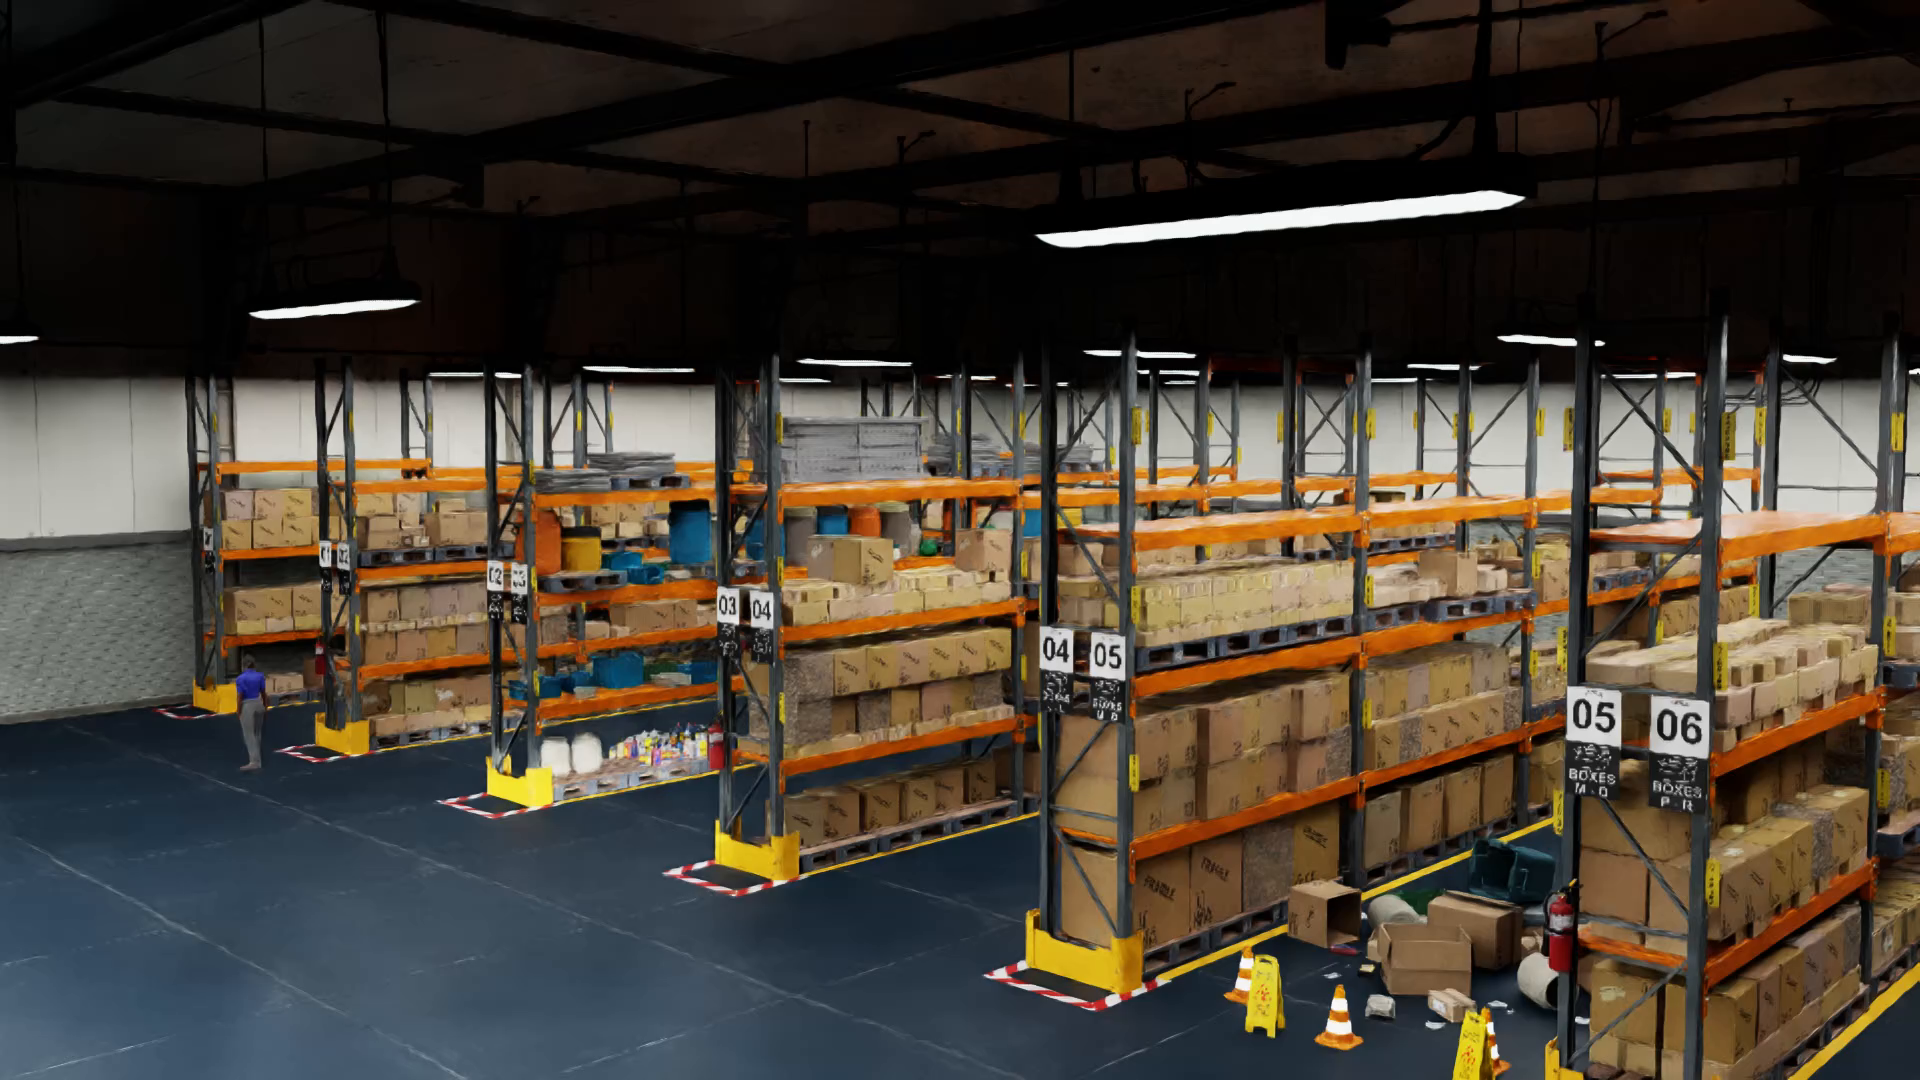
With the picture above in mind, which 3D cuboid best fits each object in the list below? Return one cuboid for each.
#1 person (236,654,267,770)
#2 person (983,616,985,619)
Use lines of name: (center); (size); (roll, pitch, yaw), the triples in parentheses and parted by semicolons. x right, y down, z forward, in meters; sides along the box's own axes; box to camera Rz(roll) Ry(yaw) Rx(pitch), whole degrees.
person: (-10.326, 2.490, 24.200); (0.527, 1.657, 0.582); (2, 5, 28)
person: (0.732, 1.313, 38.588); (0.650, 1.791, 0.501); (-3, 5, -36)
